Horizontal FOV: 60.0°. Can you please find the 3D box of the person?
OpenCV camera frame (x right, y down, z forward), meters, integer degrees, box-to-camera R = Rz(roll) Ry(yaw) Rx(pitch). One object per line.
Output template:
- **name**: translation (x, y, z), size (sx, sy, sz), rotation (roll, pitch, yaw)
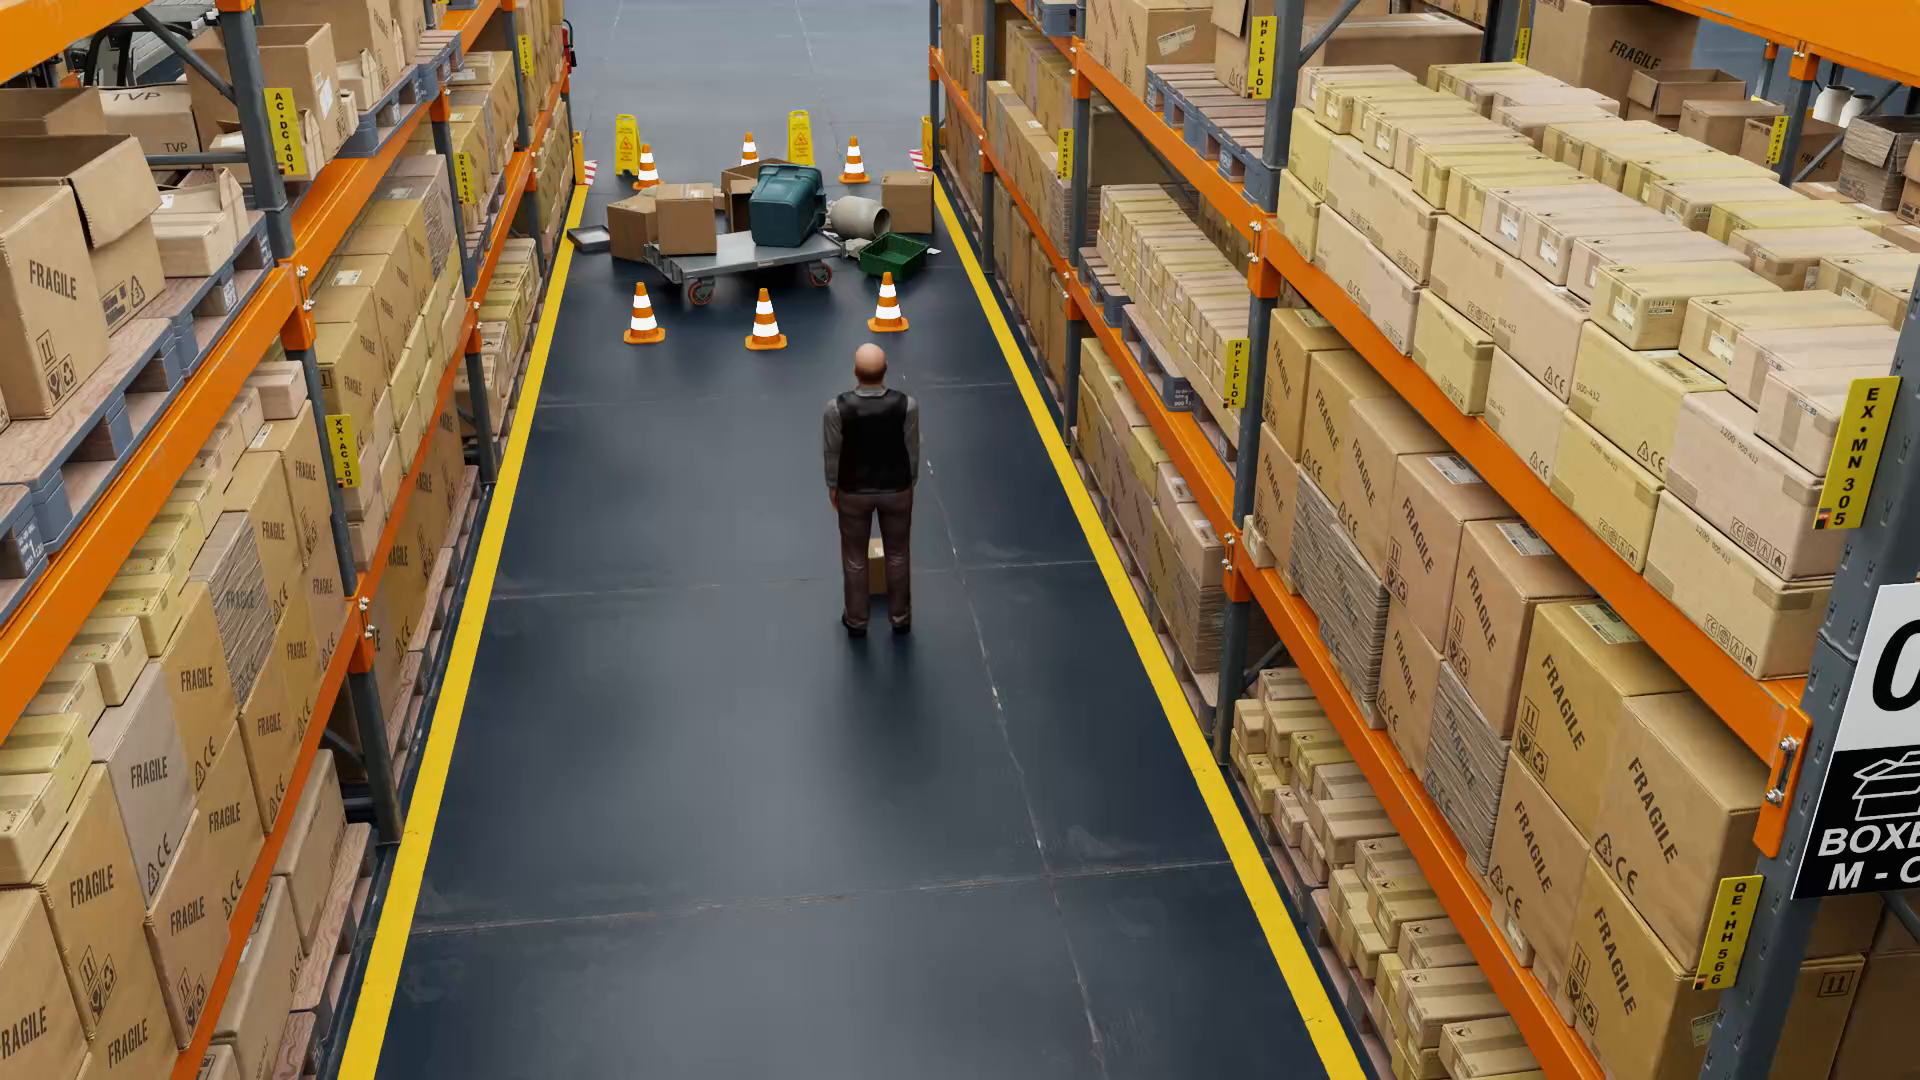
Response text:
- **person**: translation (-0.485, -0.273, 9.192), size (0.530, 1.726, 0.358), rotation (-3, 27, -6)
